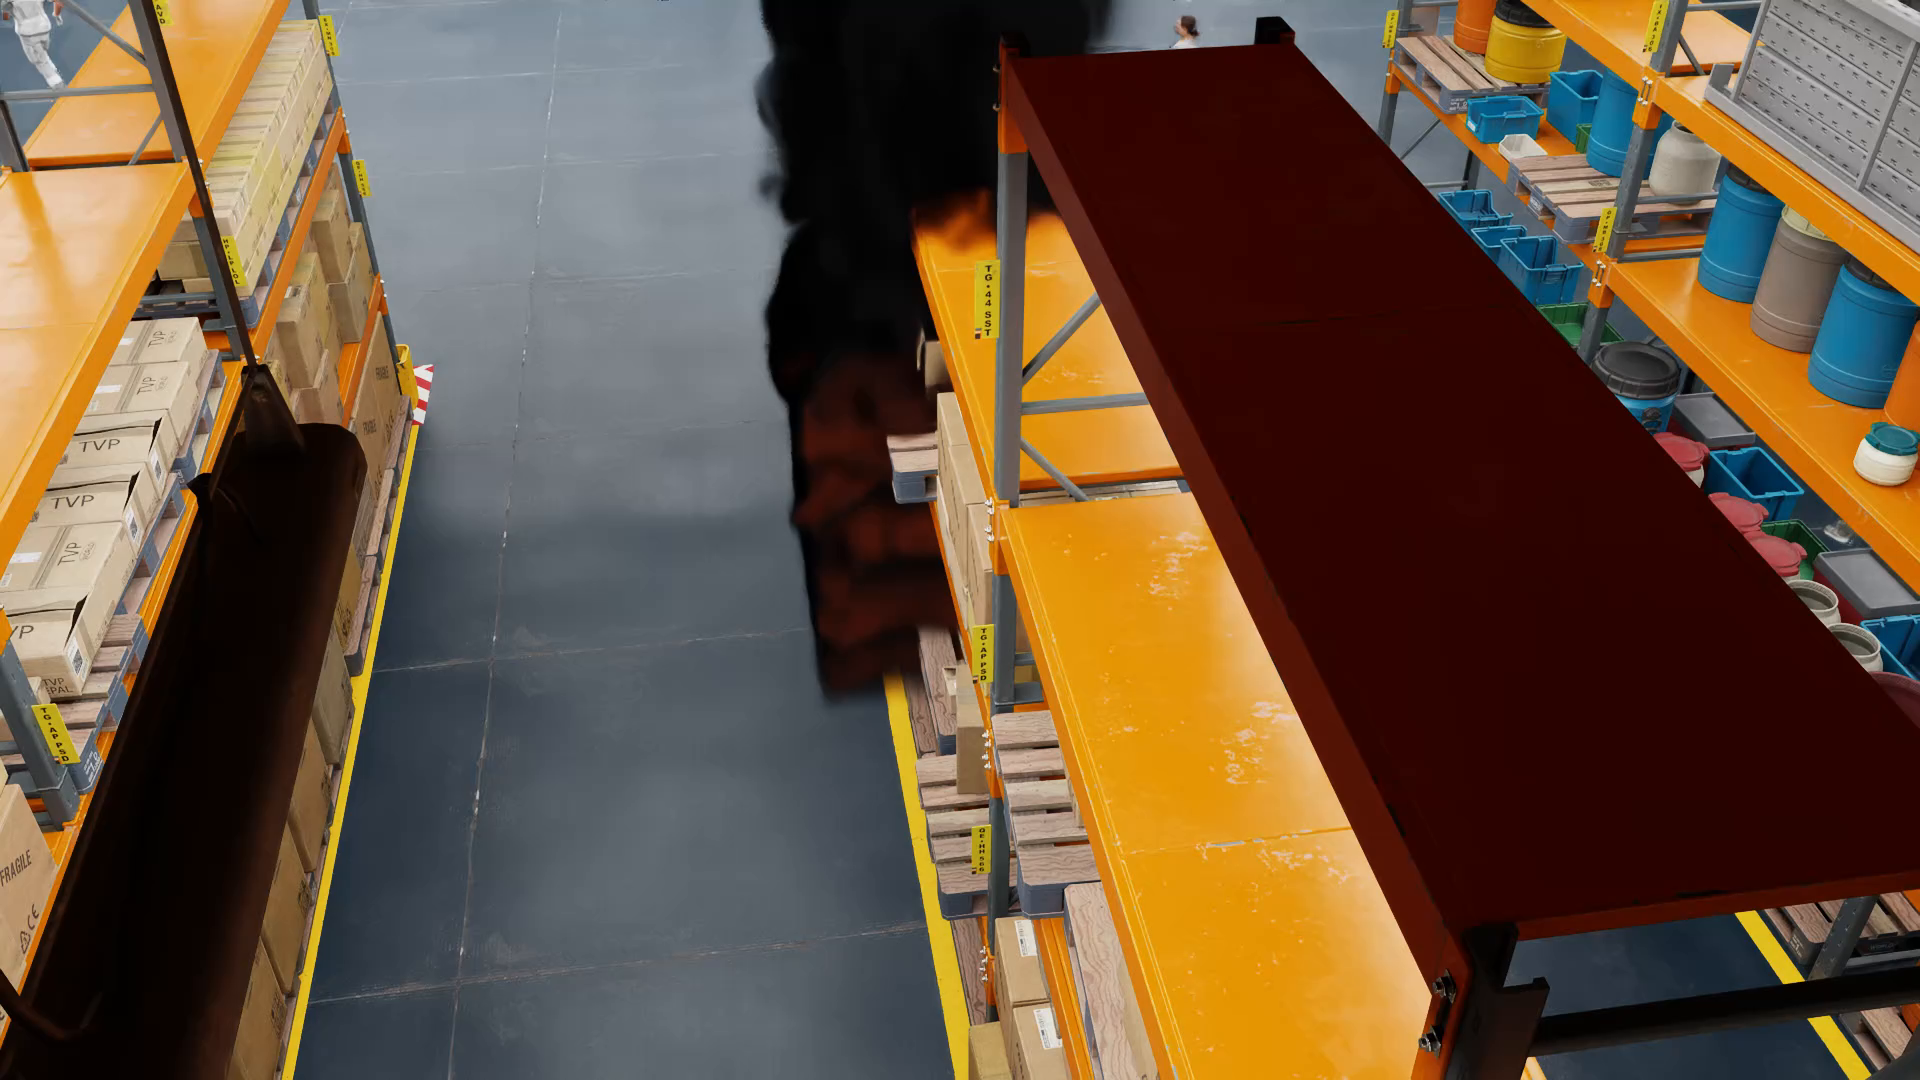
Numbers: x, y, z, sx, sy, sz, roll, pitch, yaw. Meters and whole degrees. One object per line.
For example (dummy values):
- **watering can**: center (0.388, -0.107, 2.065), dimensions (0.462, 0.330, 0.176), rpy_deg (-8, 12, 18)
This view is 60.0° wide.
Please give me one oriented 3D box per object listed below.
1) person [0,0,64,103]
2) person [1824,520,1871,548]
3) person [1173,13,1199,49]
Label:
- **person**: center (-11.331, -6.193, 20.380), dimensions (0.758, 1.839, 0.646), rpy_deg (20, 41, 25)
- **person**: center (6.835, -0.513, 12.311), dimensions (0.526, 1.617, 0.760), rpy_deg (-4, 36, -5)
- **person**: center (2.586, -5.187, 19.105), dimensions (0.819, 1.717, 0.584), rpy_deg (10, 37, 13)
